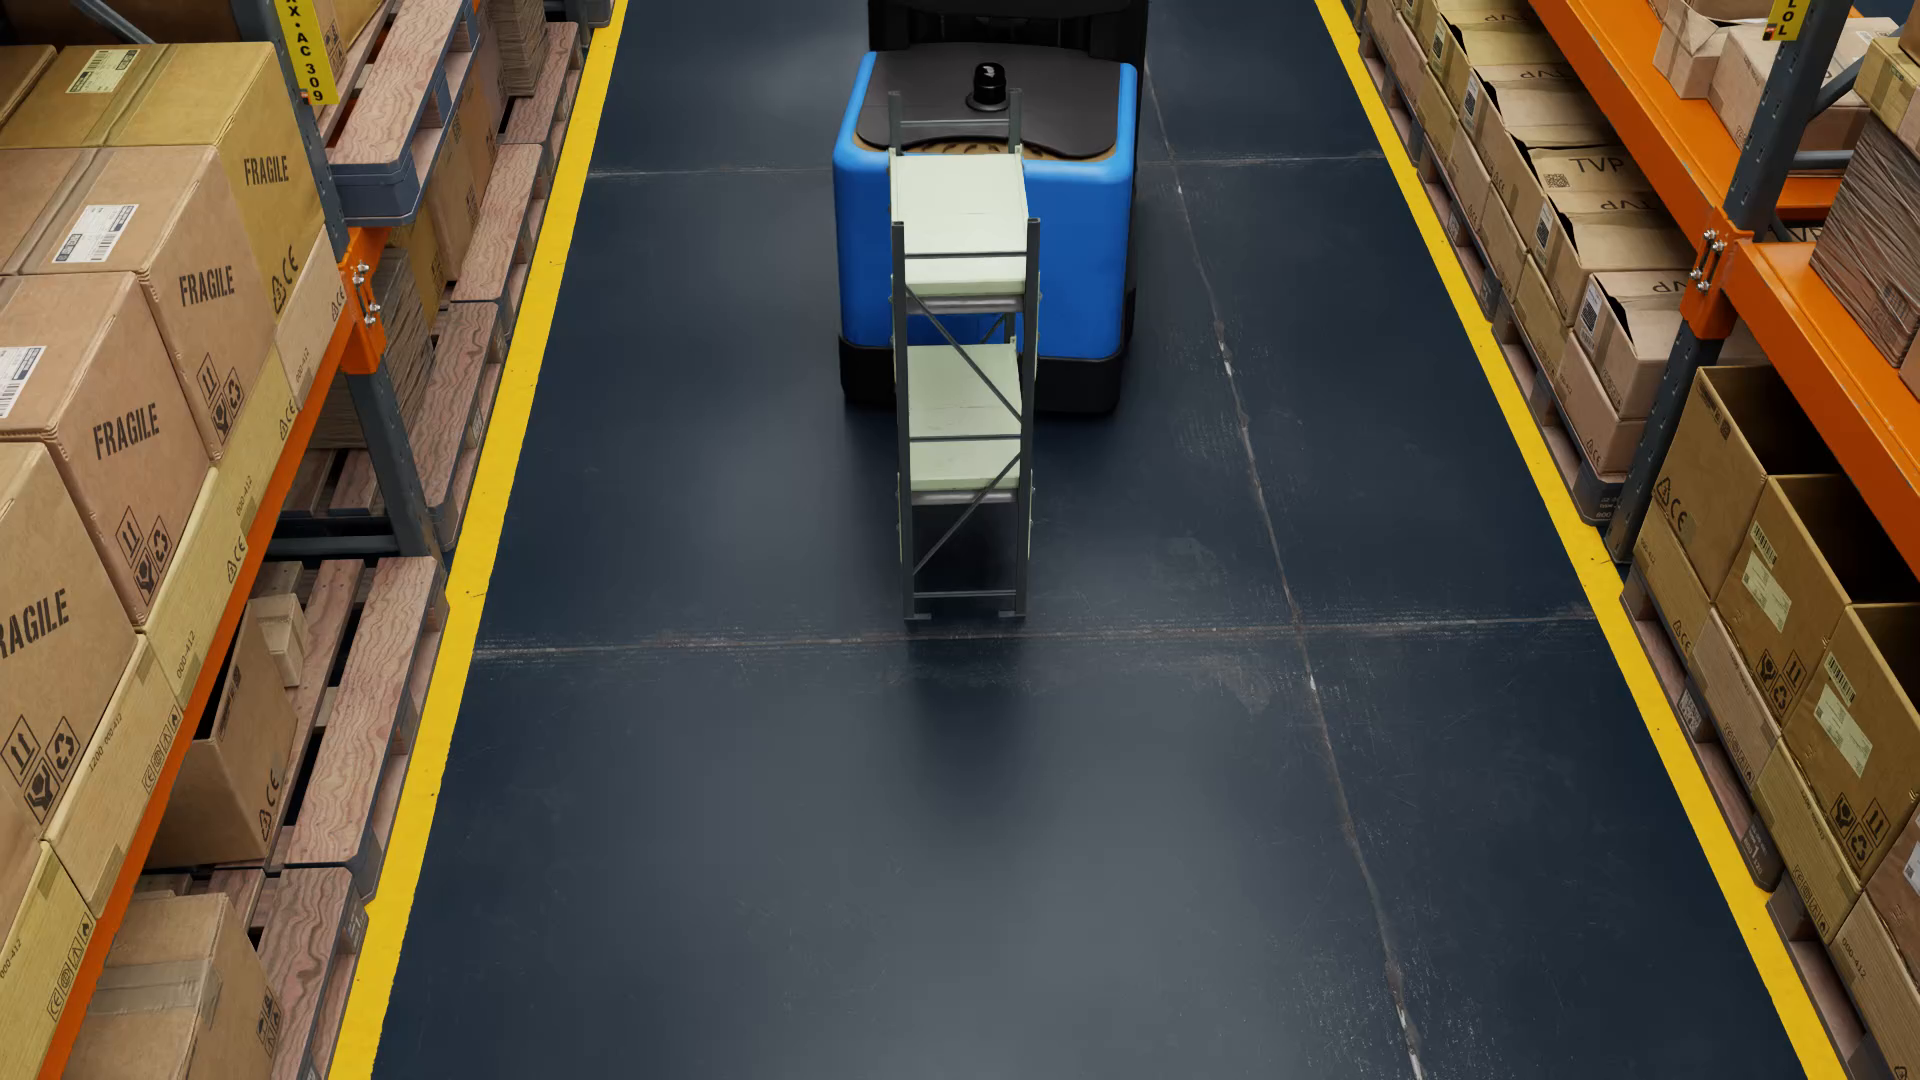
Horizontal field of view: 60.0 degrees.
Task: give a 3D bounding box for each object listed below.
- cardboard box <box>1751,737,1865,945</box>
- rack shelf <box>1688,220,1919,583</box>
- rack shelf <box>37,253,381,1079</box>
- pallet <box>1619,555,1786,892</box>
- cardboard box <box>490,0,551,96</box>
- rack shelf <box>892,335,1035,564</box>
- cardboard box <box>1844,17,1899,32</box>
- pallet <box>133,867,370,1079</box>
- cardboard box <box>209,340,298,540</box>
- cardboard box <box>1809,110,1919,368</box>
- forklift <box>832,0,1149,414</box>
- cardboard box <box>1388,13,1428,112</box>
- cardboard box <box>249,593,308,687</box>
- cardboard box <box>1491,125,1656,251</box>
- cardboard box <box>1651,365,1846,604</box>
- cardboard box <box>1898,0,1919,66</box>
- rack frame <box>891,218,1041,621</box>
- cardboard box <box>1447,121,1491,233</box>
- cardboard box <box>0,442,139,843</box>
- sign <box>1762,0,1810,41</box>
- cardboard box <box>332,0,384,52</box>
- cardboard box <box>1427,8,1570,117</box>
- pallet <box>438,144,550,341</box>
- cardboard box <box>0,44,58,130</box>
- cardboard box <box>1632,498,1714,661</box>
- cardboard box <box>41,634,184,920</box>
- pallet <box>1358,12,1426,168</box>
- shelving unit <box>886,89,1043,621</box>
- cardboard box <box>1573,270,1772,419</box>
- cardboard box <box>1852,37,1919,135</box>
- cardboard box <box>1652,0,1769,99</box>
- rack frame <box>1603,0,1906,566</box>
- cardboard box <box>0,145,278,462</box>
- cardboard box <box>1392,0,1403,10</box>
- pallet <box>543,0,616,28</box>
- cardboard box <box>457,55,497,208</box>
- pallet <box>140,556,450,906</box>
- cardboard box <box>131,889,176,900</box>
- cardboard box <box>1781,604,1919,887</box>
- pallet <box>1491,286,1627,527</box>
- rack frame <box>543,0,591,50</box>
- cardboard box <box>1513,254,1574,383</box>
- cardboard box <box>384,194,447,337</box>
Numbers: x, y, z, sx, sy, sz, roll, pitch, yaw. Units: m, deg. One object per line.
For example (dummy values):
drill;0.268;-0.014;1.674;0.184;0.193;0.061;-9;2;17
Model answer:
cardboard box;2.472;0.782;4.401;0.500;0.250;0.500;-2;43;-2
rack shelf;2.807;0.542;3.472;1.077;0.370;4.000;-2;43;-2
rack shelf;-2.142;0.686;3.314;1.077;0.370;4.000;-2;43;-2
pallet;2.714;0.492;5.057;1.003;0.211;1.213;-2;43;-2
cardboard box;-2.314;-2.386;7.657;0.700;0.500;0.500;-1;43;-1
rack shelf;0.000;-0.308;5.459;0.431;0.370;0.720;-2;43;-2
cardboard box;2.889;-1.585;5.445;0.380;0.149;0.250;-2;43;-2
pallet;-2.108;1.377;4.092;1.003;0.211;1.213;-2;43;-2
cardboard box;-1.891;-0.233;3.881;0.500;0.250;0.500;-1;43;-2
cardboard box;2.748;-0.811;4.341;0.700;0.500;0.500;-3;43;-3
forklift;0.210;-2.541;6.352;1.130;2.935;3.031;4;43;4
cardboard box;2.304;-2.214;7.670;0.500;0.250;0.500;-3;43;-3
cardboard box;-2.174;0.314;4.959;0.380;0.166;0.250;-7;43;-7
cardboard box;2.372;-1.375;6.339;0.500;0.311;0.500;-2;43;-2
cardboard box;2.429;-0.169;4.884;0.500;0.500;0.500;-2;43;-2
cardboard box;2.748;-1.289;3.903;0.700;0.500;0.500;-1;43;-2
rack frame;0.016;-0.301;4.969;0.400;1.500;0.023;-2;43;-2
cardboard box;2.353;-1.517;6.909;0.500;0.250;0.500;-1;43;-1
cardboard box;-1.837;0.181;2.874;0.500;0.500;0.500;0;43;0
sign;2.181;-1.449;4.313;0.100;0.325;0.005;-2;43;-2
cardboard box;-2.231;-1.850;5.149;0.700;0.500;0.500;2;43;3
cardboard box;2.332;-2.061;7.088;0.500;0.311;0.500;-3;43;-3
pallet;-2.316;-1.252;6.960;1.003;0.211;1.213;-2;43;-2
cardboard box;-2.415;-0.834;3.982;0.500;0.500;0.500;-3;43;-3
cardboard box;2.439;0.107;5.138;0.500;0.250;0.500;-2;43;-2
cardboard box;-1.831;0.445;3.141;0.500;0.250;0.500;-1;43;-1
pallet;2.549;-2.189;7.982;1.003;0.211;1.213;-2;43;-2
shelving unit;0.000;-0.548;5.238;0.431;1.500;0.755;-2;43;-2
cardboard box;2.419;-0.687;5.589;0.500;0.311;0.500;-2;43;-2
cardboard box;2.540;-1.163;4.245;0.380;0.149;0.250;-2;43;-2
cardboard box;2.502;-1.612;5.389;0.396;0.266;0.258;-3;43;-3
rack frame;2.723;-1.074;4.702;1.000;3.000;0.127;-2;43;-2
cardboard box;-1.871;-0.511;3.628;0.500;0.500;0.500;-2;43;-2
cardboard box;2.281;-2.760;7.850;0.500;0.311;0.500;0;43;0
pallet;-2.355;-3.136;9.015;1.003;0.211;1.213;-2;43;-2
cardboard box;-2.359;-1.700;6.909;0.700;0.500;0.500;-2;43;-2
pallet;-2.163;0.551;4.992;1.003;0.211;1.213;-2;43;-2
cardboard box;-2.179;1.040;4.180;0.380;0.149;0.250;-5;43;-5
cardboard box;2.472;0.506;4.147;0.500;0.500;0.500;-2;43;-2
pallet;2.652;-0.542;6.185;1.003;0.211;1.213;-2;43;-2
rack frame;-2.396;-3.629;7.490;1.000;3.000;0.127;-2;43;-2
cardboard box;2.396;-0.828;6.158;0.500;0.250;0.500;-2;43;-2
cardboard box;-2.347;-1.014;6.160;0.700;0.500;0.500;-2;43;-3
